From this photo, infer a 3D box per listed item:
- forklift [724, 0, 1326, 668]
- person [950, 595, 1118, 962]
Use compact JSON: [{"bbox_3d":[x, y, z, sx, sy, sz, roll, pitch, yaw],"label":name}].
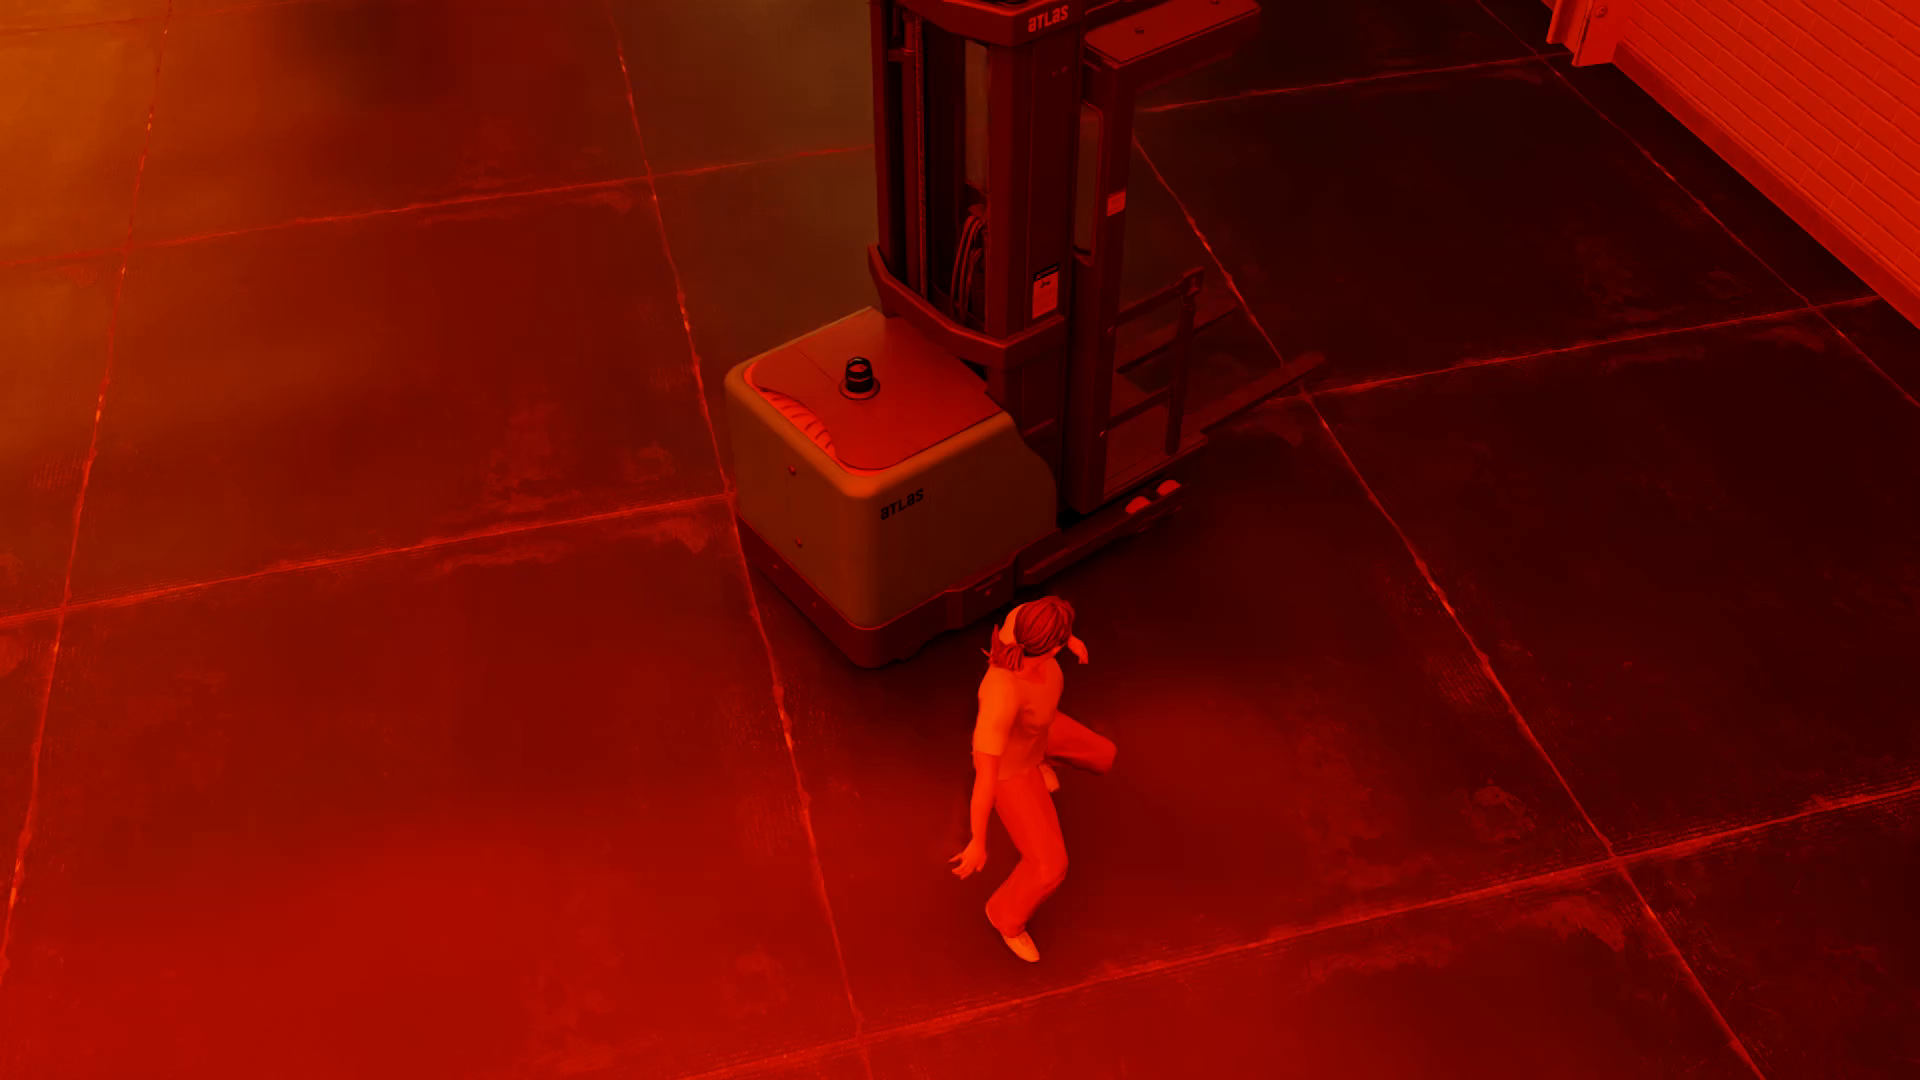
[{"bbox_3d":[0.463,-1.363,7.087,3.031,2.935,1.130,-28,50,-27],"label":"forklift"},{"bbox_3d":[0.227,0.773,5.888,0.499,1.559,1.022,16,46,17],"label":"person"}]
